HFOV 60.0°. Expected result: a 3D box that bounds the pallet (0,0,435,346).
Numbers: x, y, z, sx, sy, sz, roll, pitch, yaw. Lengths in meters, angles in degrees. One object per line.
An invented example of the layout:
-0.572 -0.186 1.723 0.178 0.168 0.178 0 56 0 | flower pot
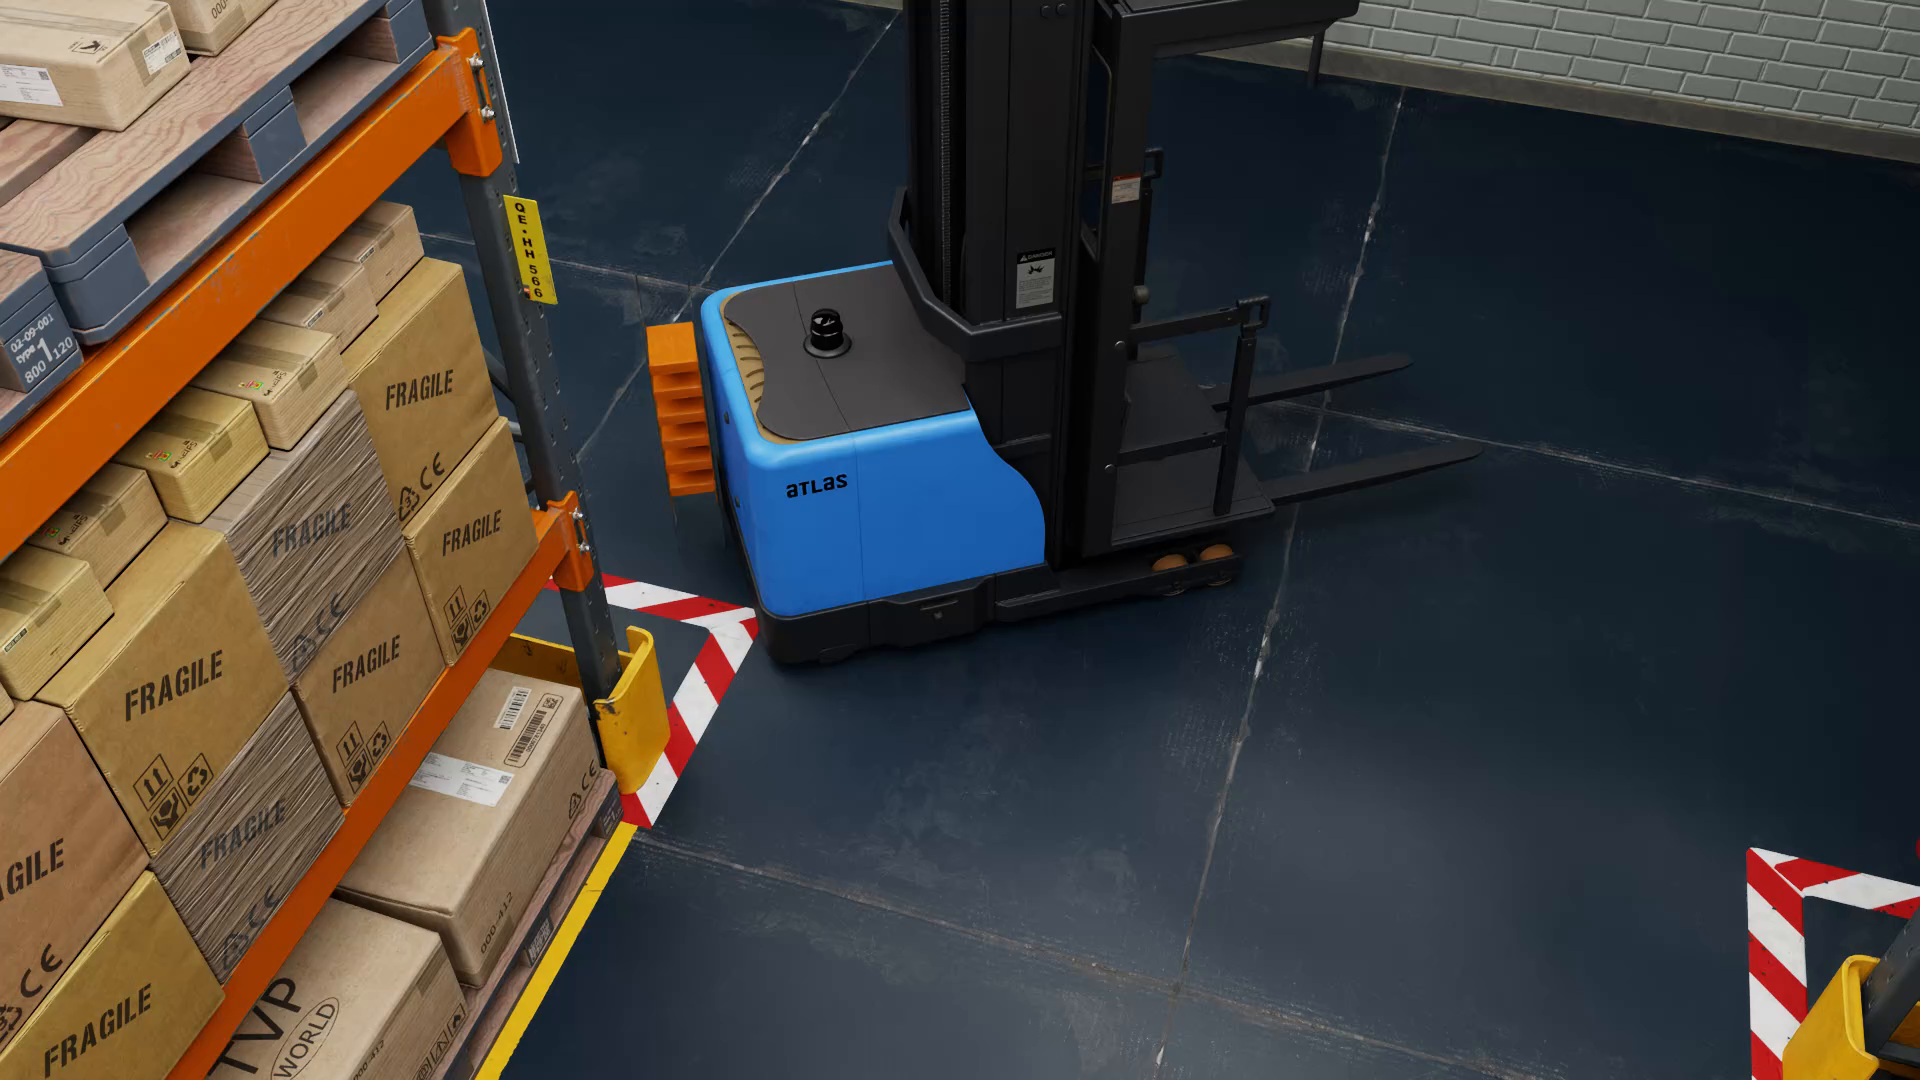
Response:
-1.862 -0.932 3.476 1.003 0.211 1.213 13 46 13 | pallet

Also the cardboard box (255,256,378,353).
-1.620 -0.557 3.924 0.380 0.149 0.250 13 46 13 | cardboard box

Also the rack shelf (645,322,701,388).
-1.061 -0.690 6.146 0.180 0.103 0.258 -8 45 -8 | rack shelf

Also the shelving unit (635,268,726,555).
-1.061 -0.465 6.367 0.189 1.200 0.258 -8 45 -8 | shelving unit

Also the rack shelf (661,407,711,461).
-1.061 -0.433 6.398 0.180 0.103 0.258 -8 45 -8 | rack shelf

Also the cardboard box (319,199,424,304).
-1.566 -0.731 4.102 0.380 0.149 0.250 13 46 13 | cardboard box

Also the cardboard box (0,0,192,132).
-1.749 -0.941 3.230 0.380 0.149 0.250 9 45 9 | cardboard box

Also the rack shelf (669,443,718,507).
-1.061 -0.261 6.566 0.180 0.103 0.258 -8 45 -8 | rack shelf

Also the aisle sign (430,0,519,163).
-1.330 -1.299 4.074 0.394 0.787 0.004 13 46 13 | aisle sign

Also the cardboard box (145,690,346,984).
-1.854 0.630 3.890 0.500 0.500 0.500 14 46 14 | cardboard box

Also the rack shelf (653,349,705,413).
-1.061 -0.604 6.230 0.180 0.103 0.258 -8 45 -8 | rack shelf

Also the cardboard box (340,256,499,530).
-1.567 -0.409 4.237 0.500 0.500 0.500 14 46 14 | cardboard box

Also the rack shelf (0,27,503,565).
-2.253 0.130 2.842 1.077 0.370 4.000 13 46 13 | rack shelf

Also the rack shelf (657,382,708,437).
-1.061 -0.519 6.314 0.180 0.103 0.258 -8 45 -8 | rack shelf

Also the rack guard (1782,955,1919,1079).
3.061 1.605 4.752 1.175 0.500 0.348 13 46 13 | rack guard

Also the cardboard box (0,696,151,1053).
-2.004 0.609 3.196 0.500 0.500 0.500 12 46 12 | cardboard box

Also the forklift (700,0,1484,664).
0.602 -1.173 5.853 3.031 2.935 1.130 -12 46 -12 | forklift

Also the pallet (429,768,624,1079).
-1.815 1.158 5.415 1.003 0.211 1.213 13 46 13 | pallet

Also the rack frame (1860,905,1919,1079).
3.084 0.661 3.930 1.000 3.000 0.127 13 46 13 | rack frame

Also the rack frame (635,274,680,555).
-1.151 -0.453 6.355 0.006 1.200 0.240 -8 45 -8 | rack frame

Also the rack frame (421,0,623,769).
-1.648 -0.388 5.002 1.000 3.000 0.127 13 46 13 | rack frame

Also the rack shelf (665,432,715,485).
-1.061 -0.347 6.482 0.180 0.103 0.258 -8 45 -8 | rack shelf

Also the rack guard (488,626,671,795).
-1.640 0.489 5.892 1.175 0.500 0.348 13 46 13 | rack guard

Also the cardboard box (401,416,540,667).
-1.542 -0.046 4.581 0.500 0.500 0.500 13 46 13 | cardboard box

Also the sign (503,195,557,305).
-1.135 -0.762 4.387 0.100 0.325 0.005 13 46 13 | sign

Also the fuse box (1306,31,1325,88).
1.995 -3.149 8.744 0.539 1.711 0.414 13 46 13 | fuse box

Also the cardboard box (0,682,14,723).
-1.997 0.302 3.047 0.380 0.149 0.250 14 46 14 | cardboard box

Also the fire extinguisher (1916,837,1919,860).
2.688 0.626 4.288 0.296 0.674 0.183 13 46 13 | fire extinguisher

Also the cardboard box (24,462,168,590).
-1.880 -0.049 3.405 0.380 0.149 0.250 12 46 12 | cardboard box

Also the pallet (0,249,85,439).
-2.230 -0.116 2.642 1.003 0.211 1.213 13 46 13 | pallet

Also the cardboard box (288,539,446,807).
-1.708 0.285 4.242 0.500 0.500 0.500 12 46 12 | cardboard box

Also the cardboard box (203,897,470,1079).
-2.021 1.451 4.655 0.875 0.438 0.875 14 46 14 | cardboard box

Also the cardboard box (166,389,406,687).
-1.697 -0.055 3.875 0.500 0.500 0.500 13 46 13 | cardboard box

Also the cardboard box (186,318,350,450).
-1.617 -0.367 3.730 0.380 0.149 0.250 12 46 12 | cardboard box

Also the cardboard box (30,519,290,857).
-1.850 0.274 3.539 0.500 0.500 0.500 12 46 12 | cardboard box

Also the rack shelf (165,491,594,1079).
-2.253 1.202 3.891 1.077 0.370 4.000 13 46 13 | rack shelf

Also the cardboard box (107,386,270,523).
-1.733 -0.208 3.568 0.380 0.149 0.250 14 46 13 | cardboard box

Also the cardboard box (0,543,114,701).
-1.900 0.131 3.221 0.380 0.149 0.250 14 46 13 | cardboard box

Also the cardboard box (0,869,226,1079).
-1.998 0.977 3.535 0.500 0.500 0.500 14 46 14 | cardboard box

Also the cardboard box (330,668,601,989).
-1.752 0.839 5.280 0.875 0.438 0.875 11 45 11 | cardboard box

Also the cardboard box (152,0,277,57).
-1.698 -1.273 3.497 0.500 0.250 0.500 9 45 9 | cardboard box

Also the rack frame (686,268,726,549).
-0.971 -0.477 6.379 0.006 1.200 0.240 -8 45 -8 | rack frame
